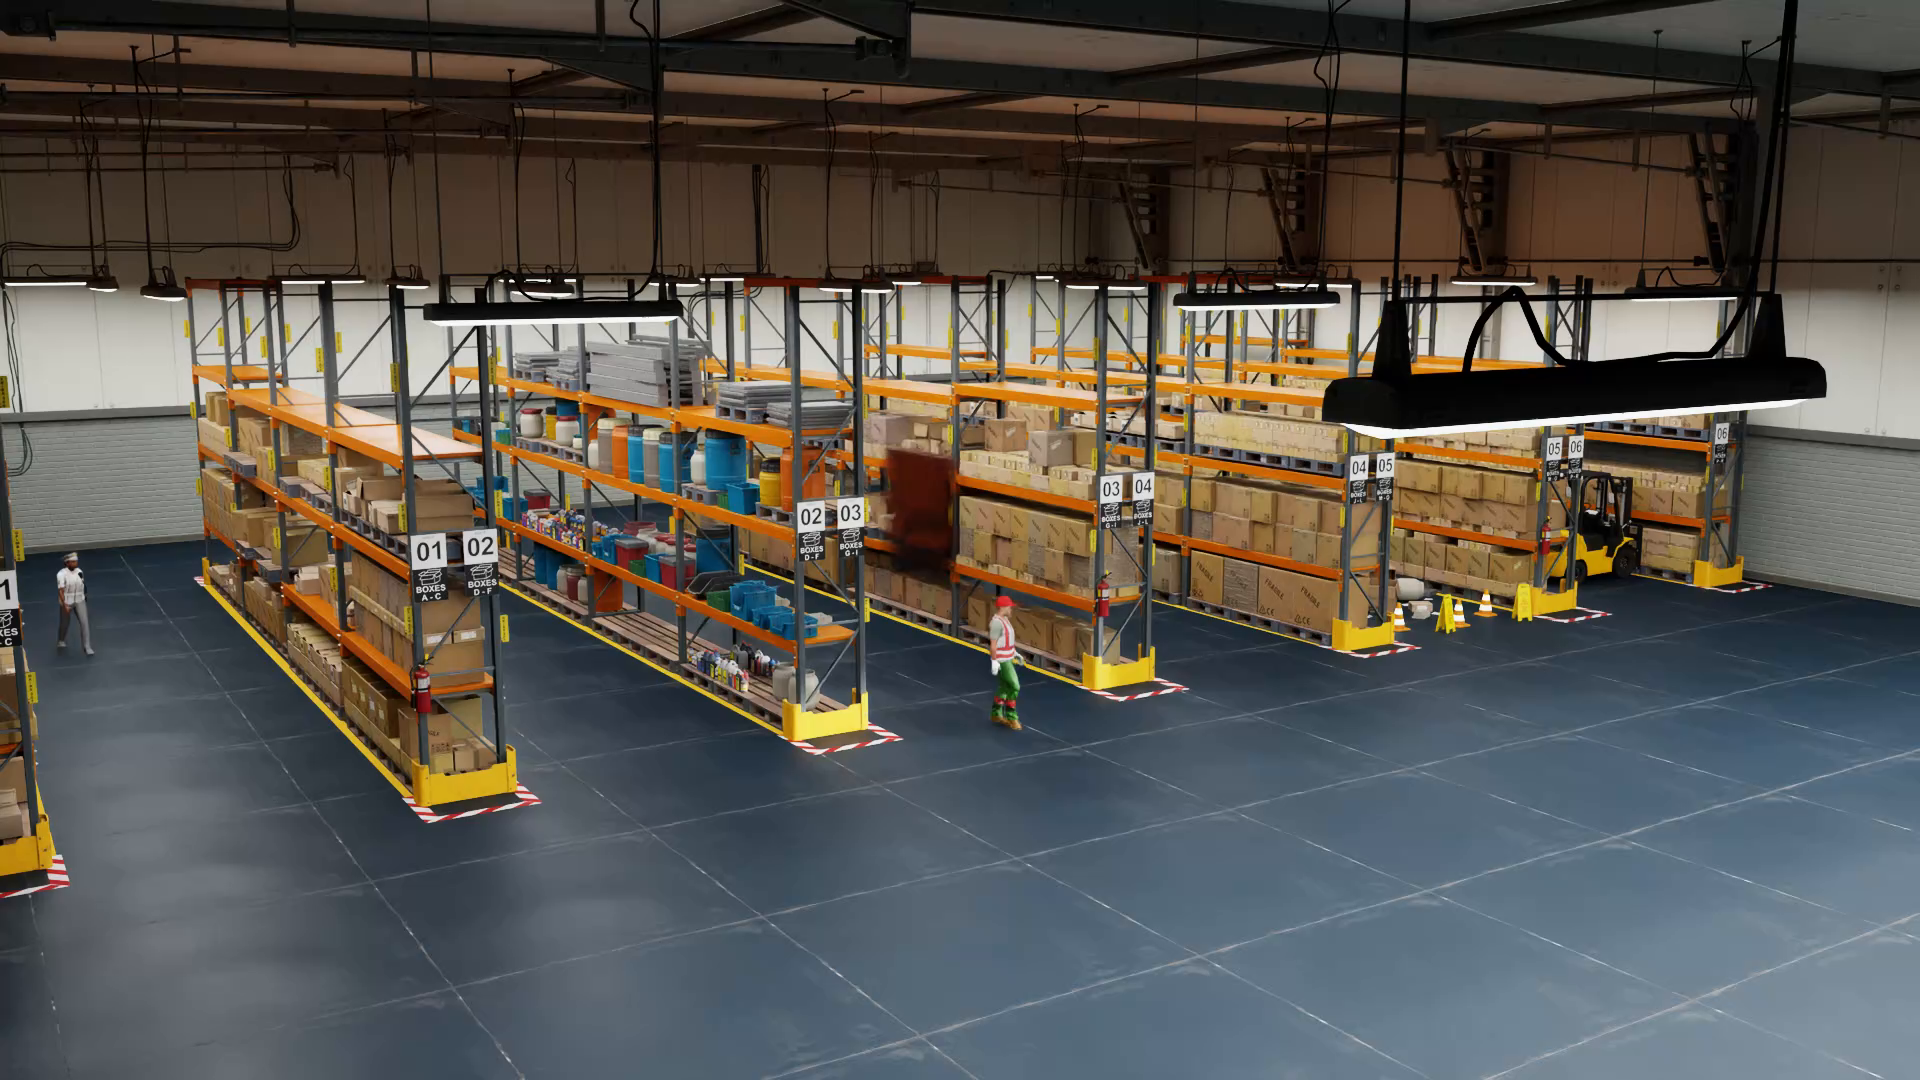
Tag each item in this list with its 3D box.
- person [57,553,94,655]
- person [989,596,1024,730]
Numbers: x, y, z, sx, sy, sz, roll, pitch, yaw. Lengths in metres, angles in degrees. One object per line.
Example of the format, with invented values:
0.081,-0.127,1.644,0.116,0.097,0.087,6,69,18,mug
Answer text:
-14.390,1.006,26.955,0.421,1.639,0.984,-9,13,-42,person
0.651,1.683,22.769,0.509,1.846,0.570,2,10,12,person
